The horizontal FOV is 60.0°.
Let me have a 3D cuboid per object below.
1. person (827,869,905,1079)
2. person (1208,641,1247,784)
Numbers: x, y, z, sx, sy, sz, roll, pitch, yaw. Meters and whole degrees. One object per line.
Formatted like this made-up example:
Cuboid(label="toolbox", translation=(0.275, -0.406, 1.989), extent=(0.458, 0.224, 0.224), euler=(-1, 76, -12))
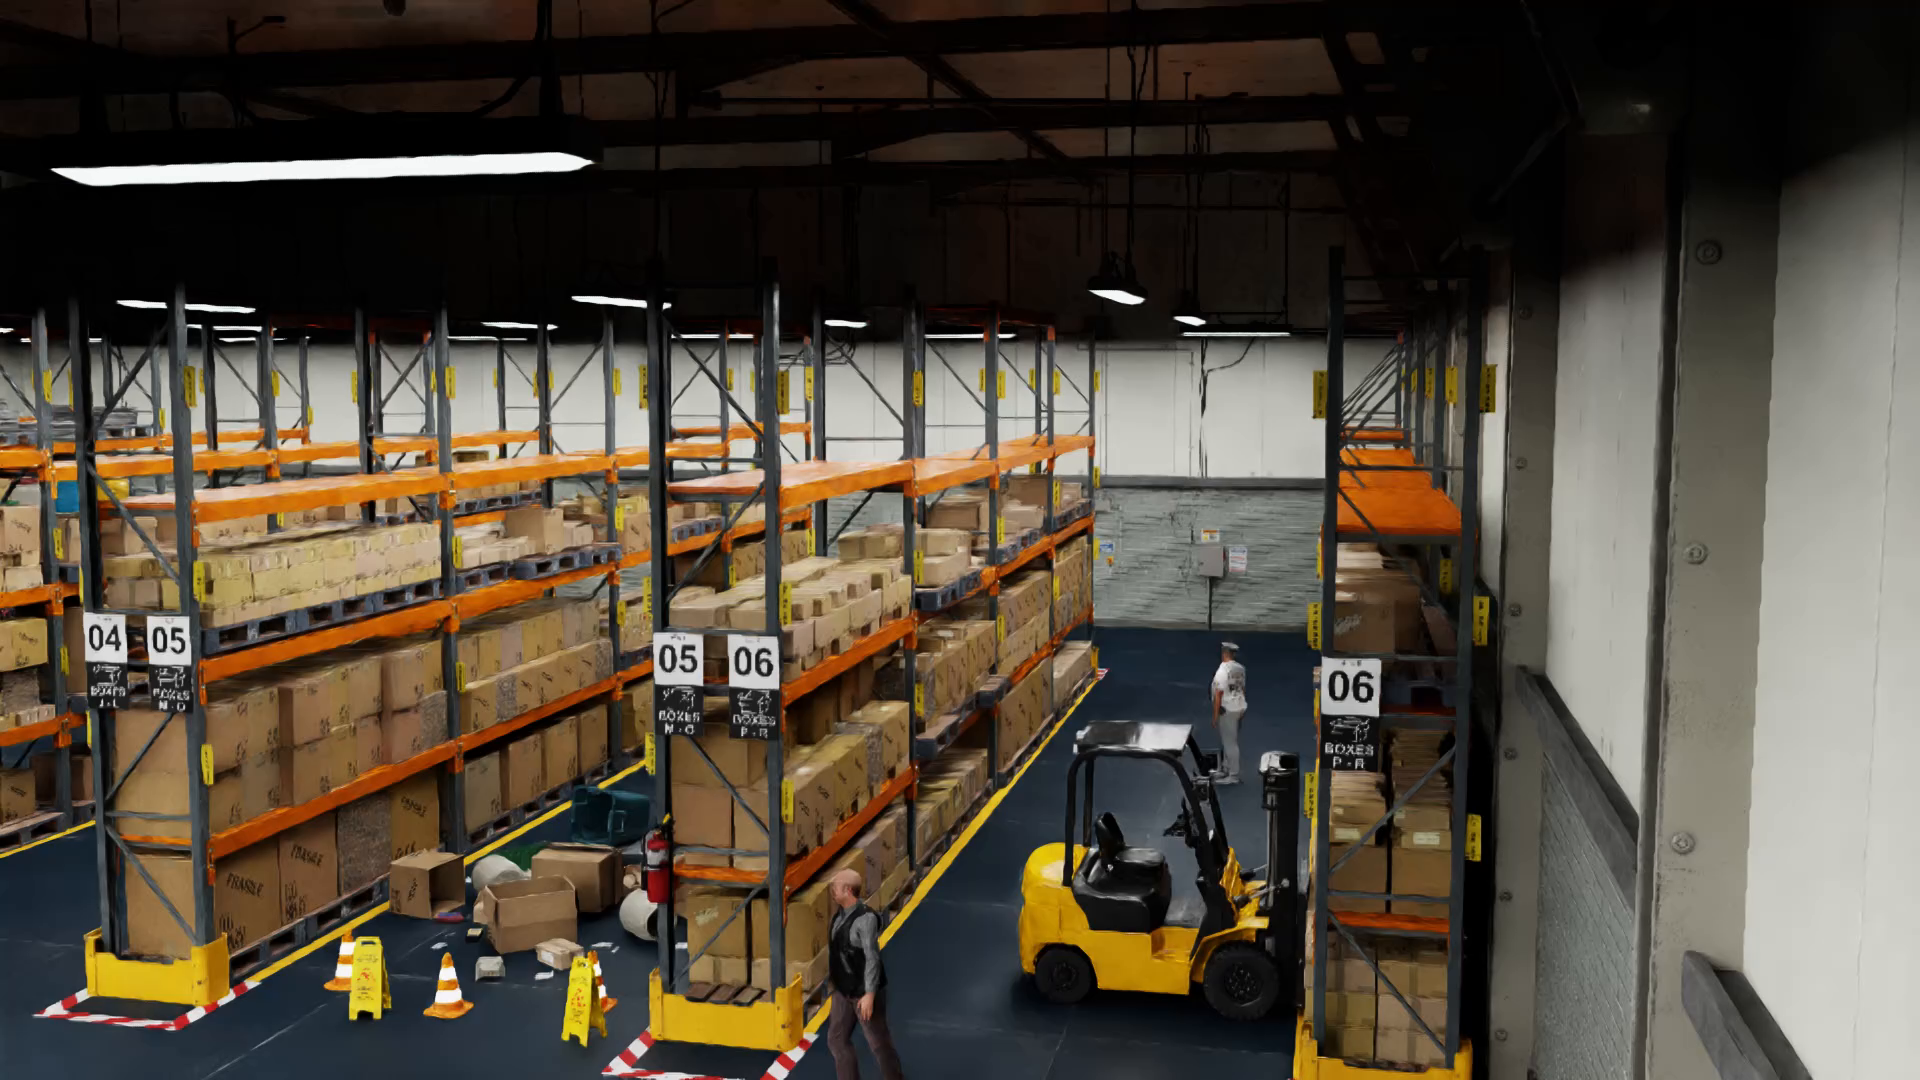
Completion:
Cuboid(label="person", translation=(-0.686, 3.145, 11.669), extent=(0.588, 1.712, 0.560), euler=(-3, 7, -30))
Cuboid(label="person", translation=(3.361, 2.157, 21.029), extent=(0.580, 1.744, 0.668), euler=(4, 7, 35))
